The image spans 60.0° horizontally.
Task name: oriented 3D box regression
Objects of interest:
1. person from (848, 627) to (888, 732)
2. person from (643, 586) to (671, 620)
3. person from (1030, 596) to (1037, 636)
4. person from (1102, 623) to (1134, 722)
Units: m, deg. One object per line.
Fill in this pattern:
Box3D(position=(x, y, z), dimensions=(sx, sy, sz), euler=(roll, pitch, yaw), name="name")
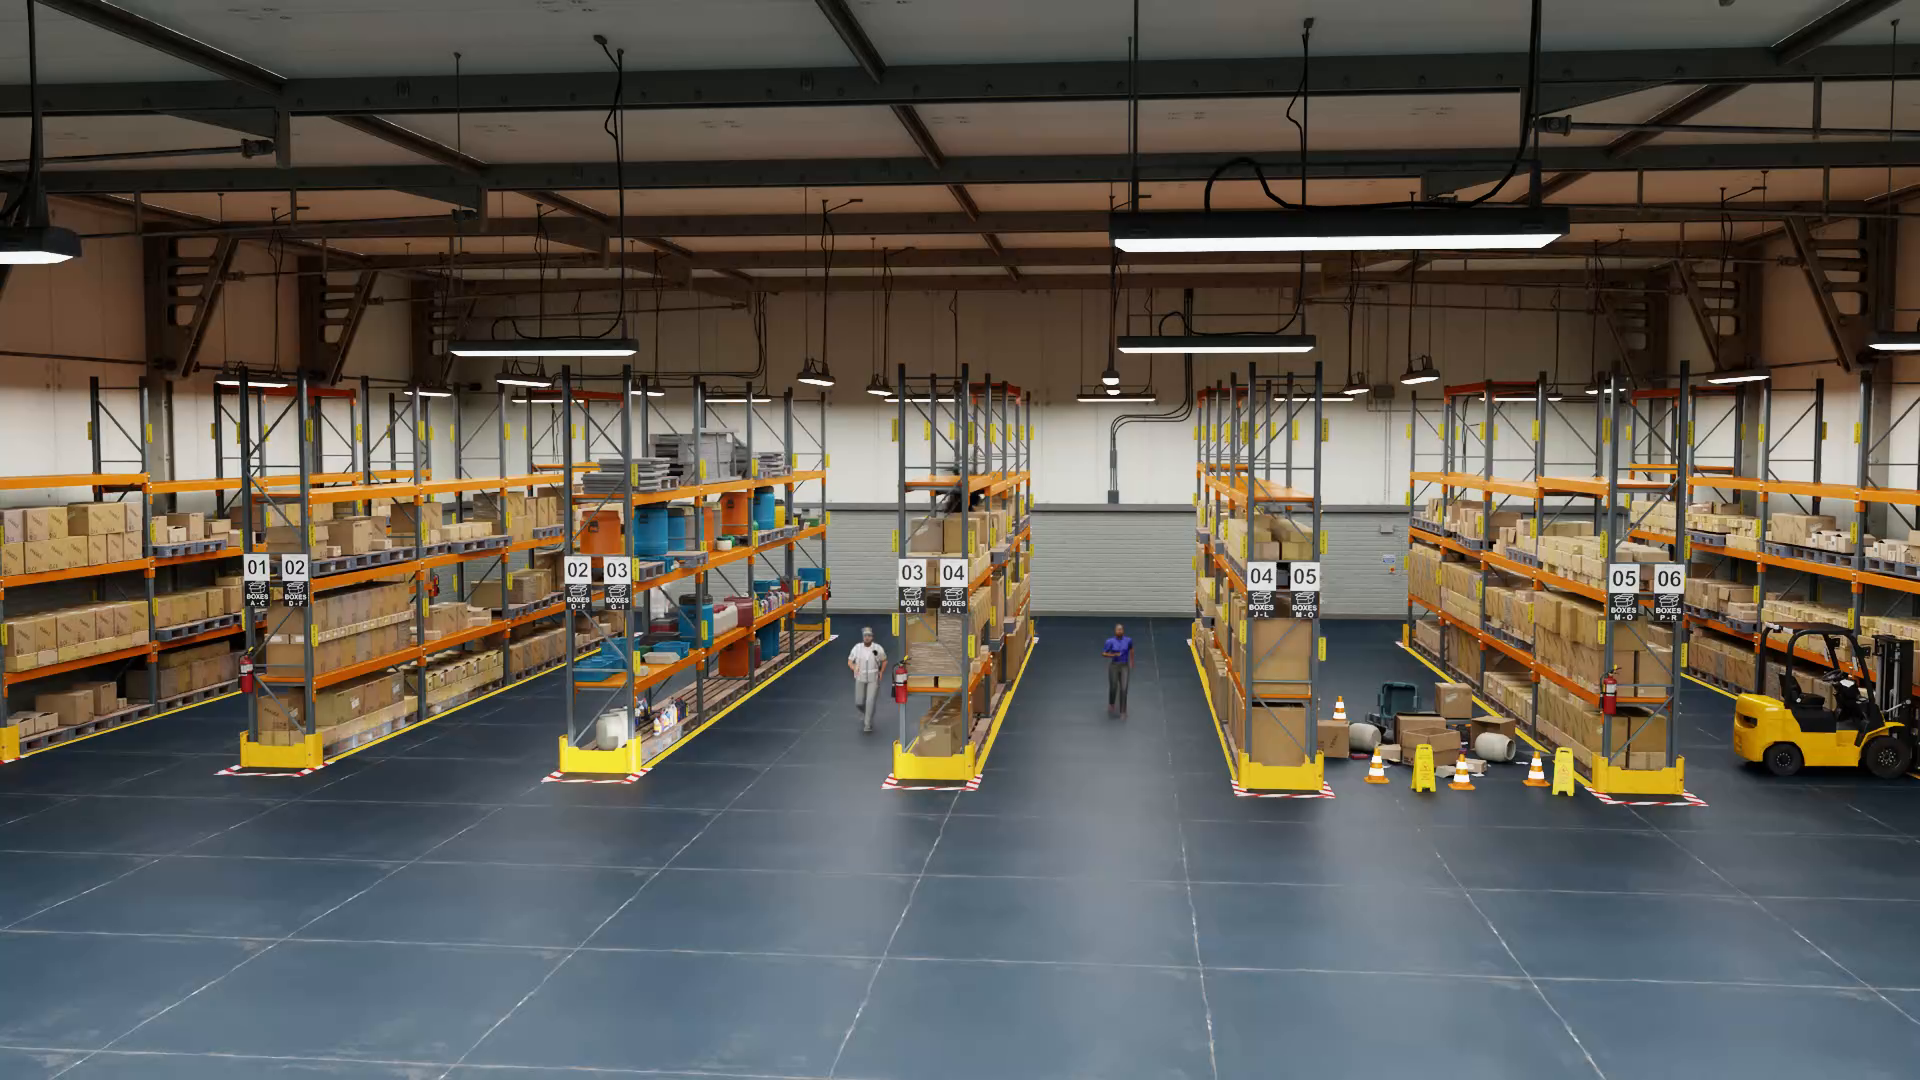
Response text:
Box3D(position=(-1.555, 2.329, 28.063), dimensions=(0.664, 1.742, 0.678), euler=(0, 4, 0), name="person")
Box3D(position=(-6.986, 1.682, 38.302), dimensions=(0.640, 1.752, 0.726), euler=(-1, 4, -8), name="person")
Box3D(position=(1.478, 1.526, 41.060), dimensions=(0.829, 1.670, 0.660), euler=(1, 4, 19), name="person")
Box3D(position=(2.774, 2.283, 29.139), dimensions=(0.604, 1.663, 0.900), euler=(0, 4, -4), name="person")
